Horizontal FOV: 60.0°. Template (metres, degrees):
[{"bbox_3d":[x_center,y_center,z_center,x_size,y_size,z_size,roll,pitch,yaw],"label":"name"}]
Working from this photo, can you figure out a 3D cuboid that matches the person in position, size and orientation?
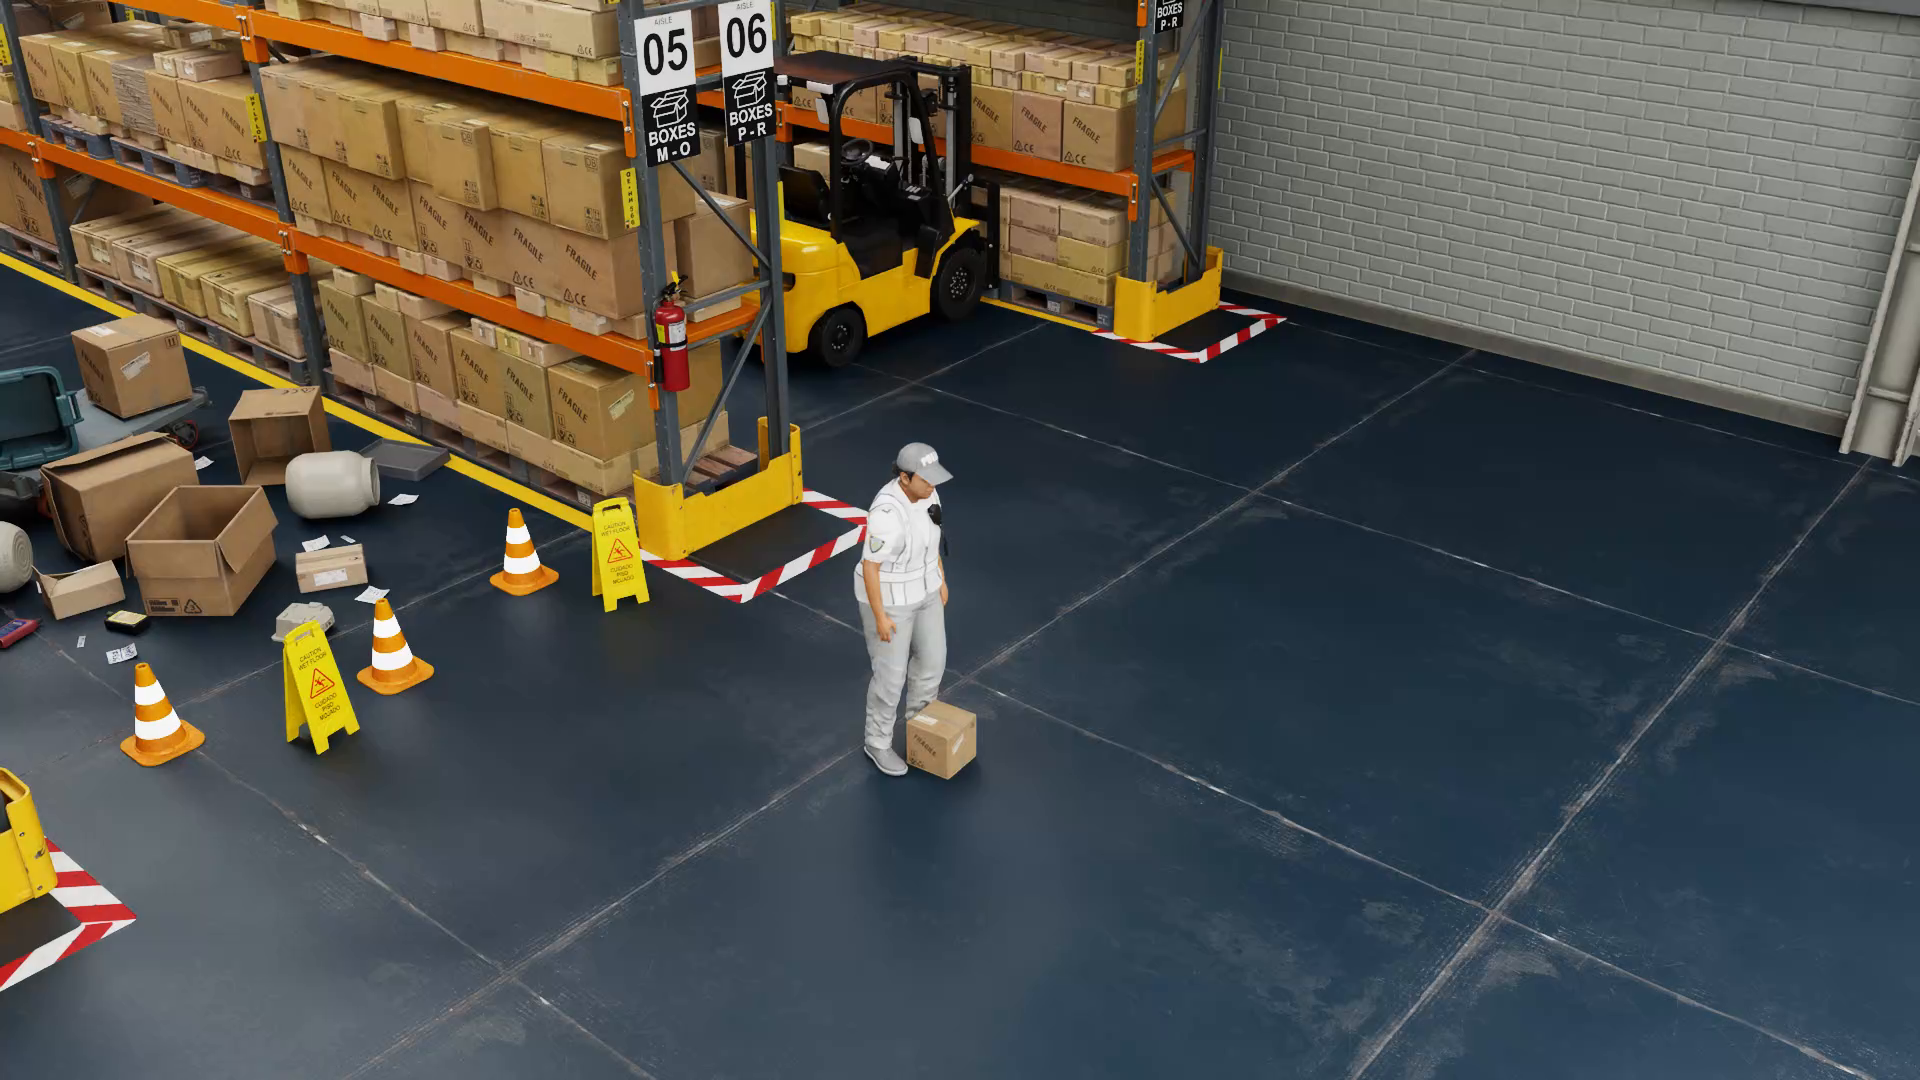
[{"bbox_3d":[-0.257,0.294,8.046,0.465,1.667,0.561,19,33,32],"label":"person"}]
